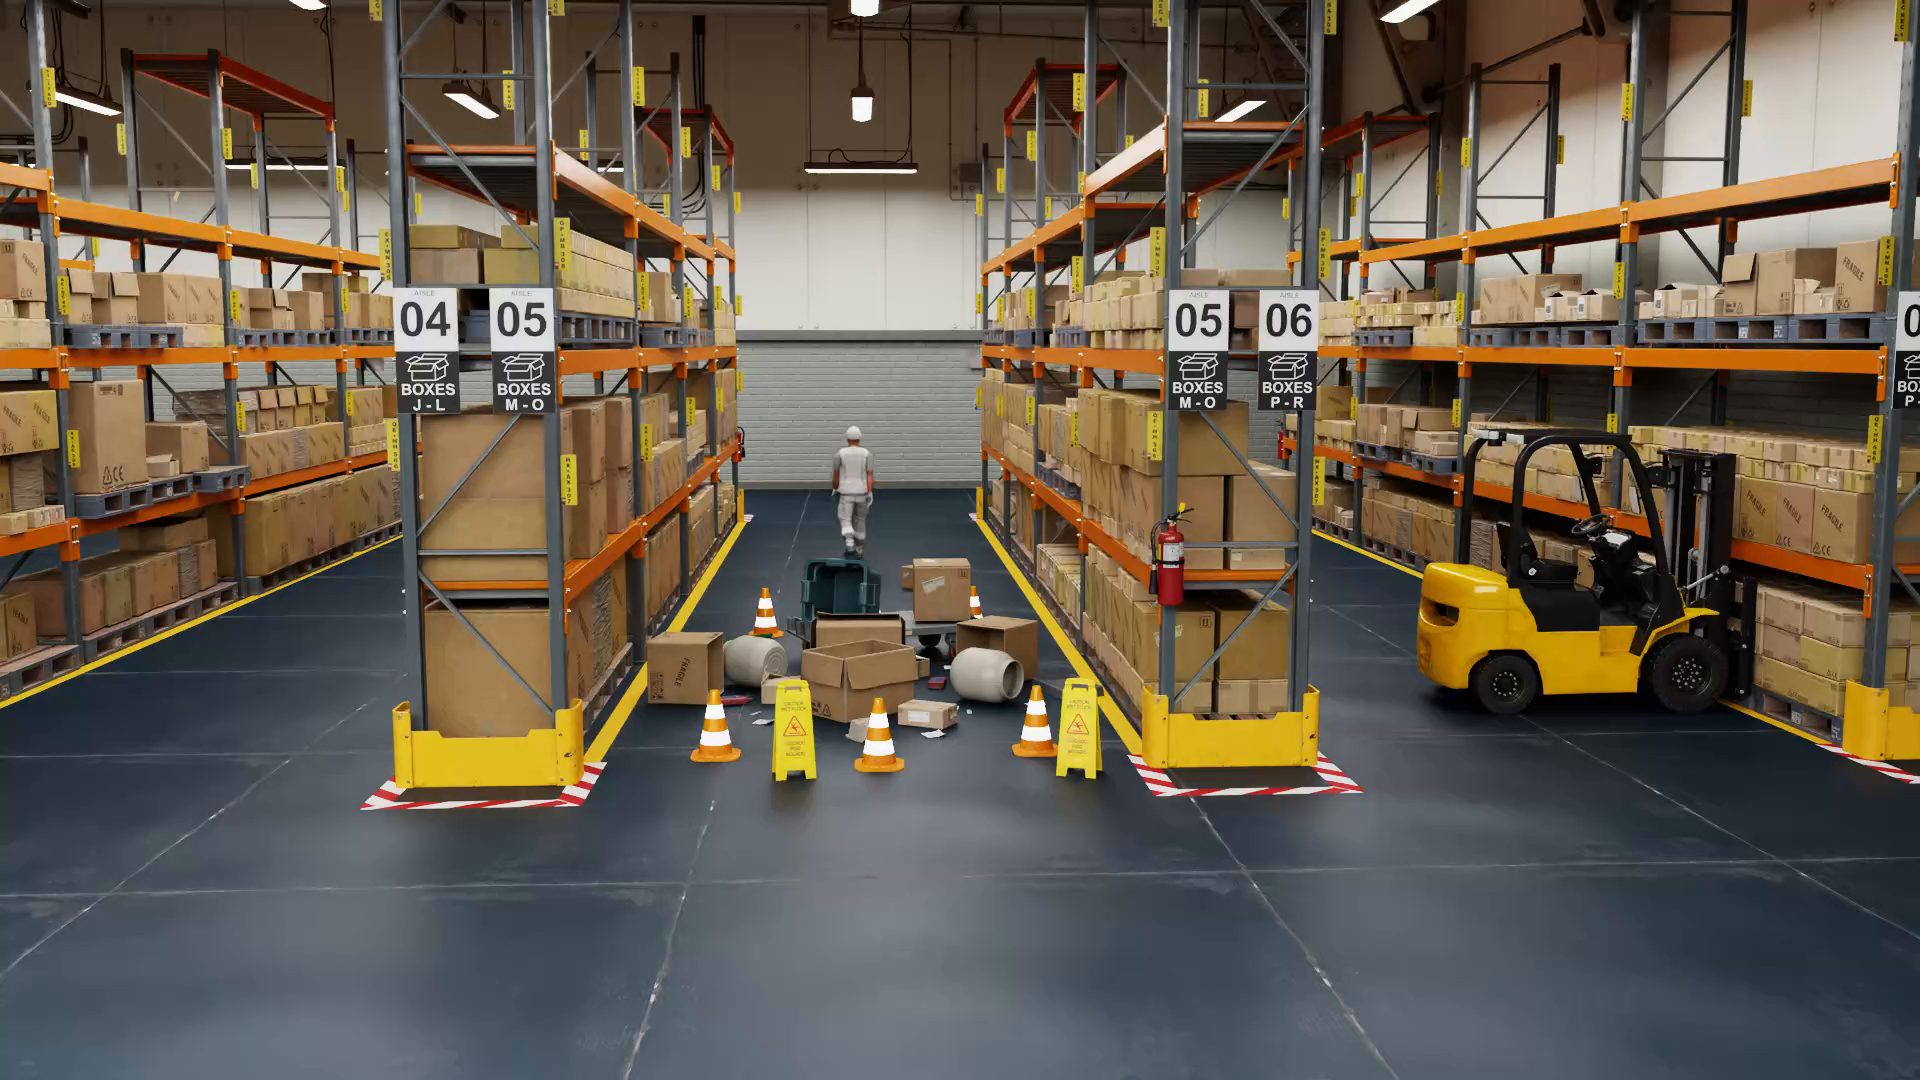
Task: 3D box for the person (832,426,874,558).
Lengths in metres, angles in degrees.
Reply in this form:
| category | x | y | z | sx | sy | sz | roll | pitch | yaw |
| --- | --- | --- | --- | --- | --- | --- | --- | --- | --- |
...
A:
| category | x | y | z | sx | sy | sz | roll | pitch | yaw |
| --- | --- | --- | --- | --- | --- | --- | --- | --- | --- |
| person | -1.397 | -0.609 | 21.733 | 0.531 | 1.759 | 0.954 | -1 | 7 | -10 |
